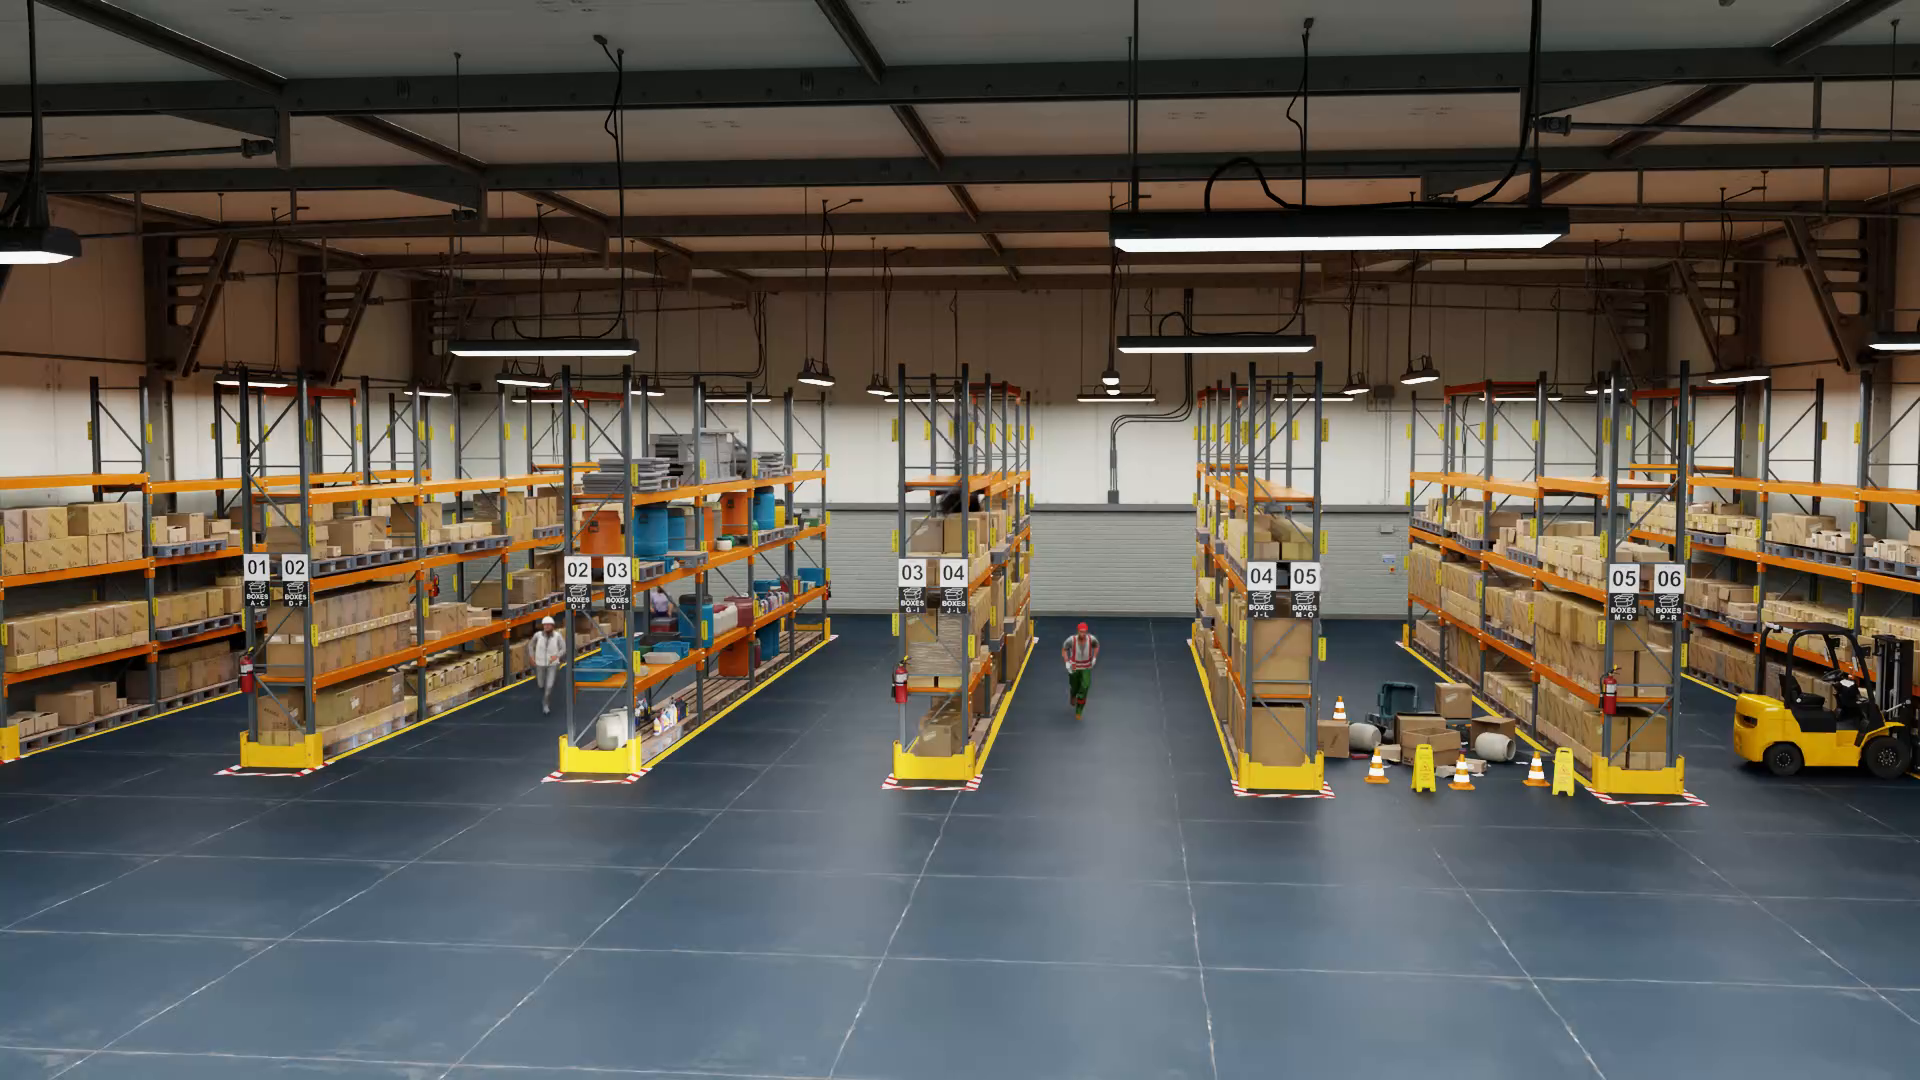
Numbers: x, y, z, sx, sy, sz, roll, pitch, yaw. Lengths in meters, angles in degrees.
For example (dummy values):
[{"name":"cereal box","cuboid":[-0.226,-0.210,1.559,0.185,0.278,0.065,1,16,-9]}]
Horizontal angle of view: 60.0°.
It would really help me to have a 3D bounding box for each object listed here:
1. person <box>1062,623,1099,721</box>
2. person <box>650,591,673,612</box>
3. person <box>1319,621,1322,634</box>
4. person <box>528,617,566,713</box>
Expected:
[{"name":"person","cuboid":[2.109,2.283,29.357,0.668,1.731,0.988,-1,4,-9]},{"name":"person","cuboid":[-6.879,1.397,38.096,0.580,0.519,0.388,-1,4,-8]},{"name":"person","cuboid":[8.616,1.477,41.089,0.687,1.776,0.659,-1,4,-16]},{"name":"person","cuboid":[-7.445,2.235,30.020,0.690,1.734,0.695,0,4,-4]}]
